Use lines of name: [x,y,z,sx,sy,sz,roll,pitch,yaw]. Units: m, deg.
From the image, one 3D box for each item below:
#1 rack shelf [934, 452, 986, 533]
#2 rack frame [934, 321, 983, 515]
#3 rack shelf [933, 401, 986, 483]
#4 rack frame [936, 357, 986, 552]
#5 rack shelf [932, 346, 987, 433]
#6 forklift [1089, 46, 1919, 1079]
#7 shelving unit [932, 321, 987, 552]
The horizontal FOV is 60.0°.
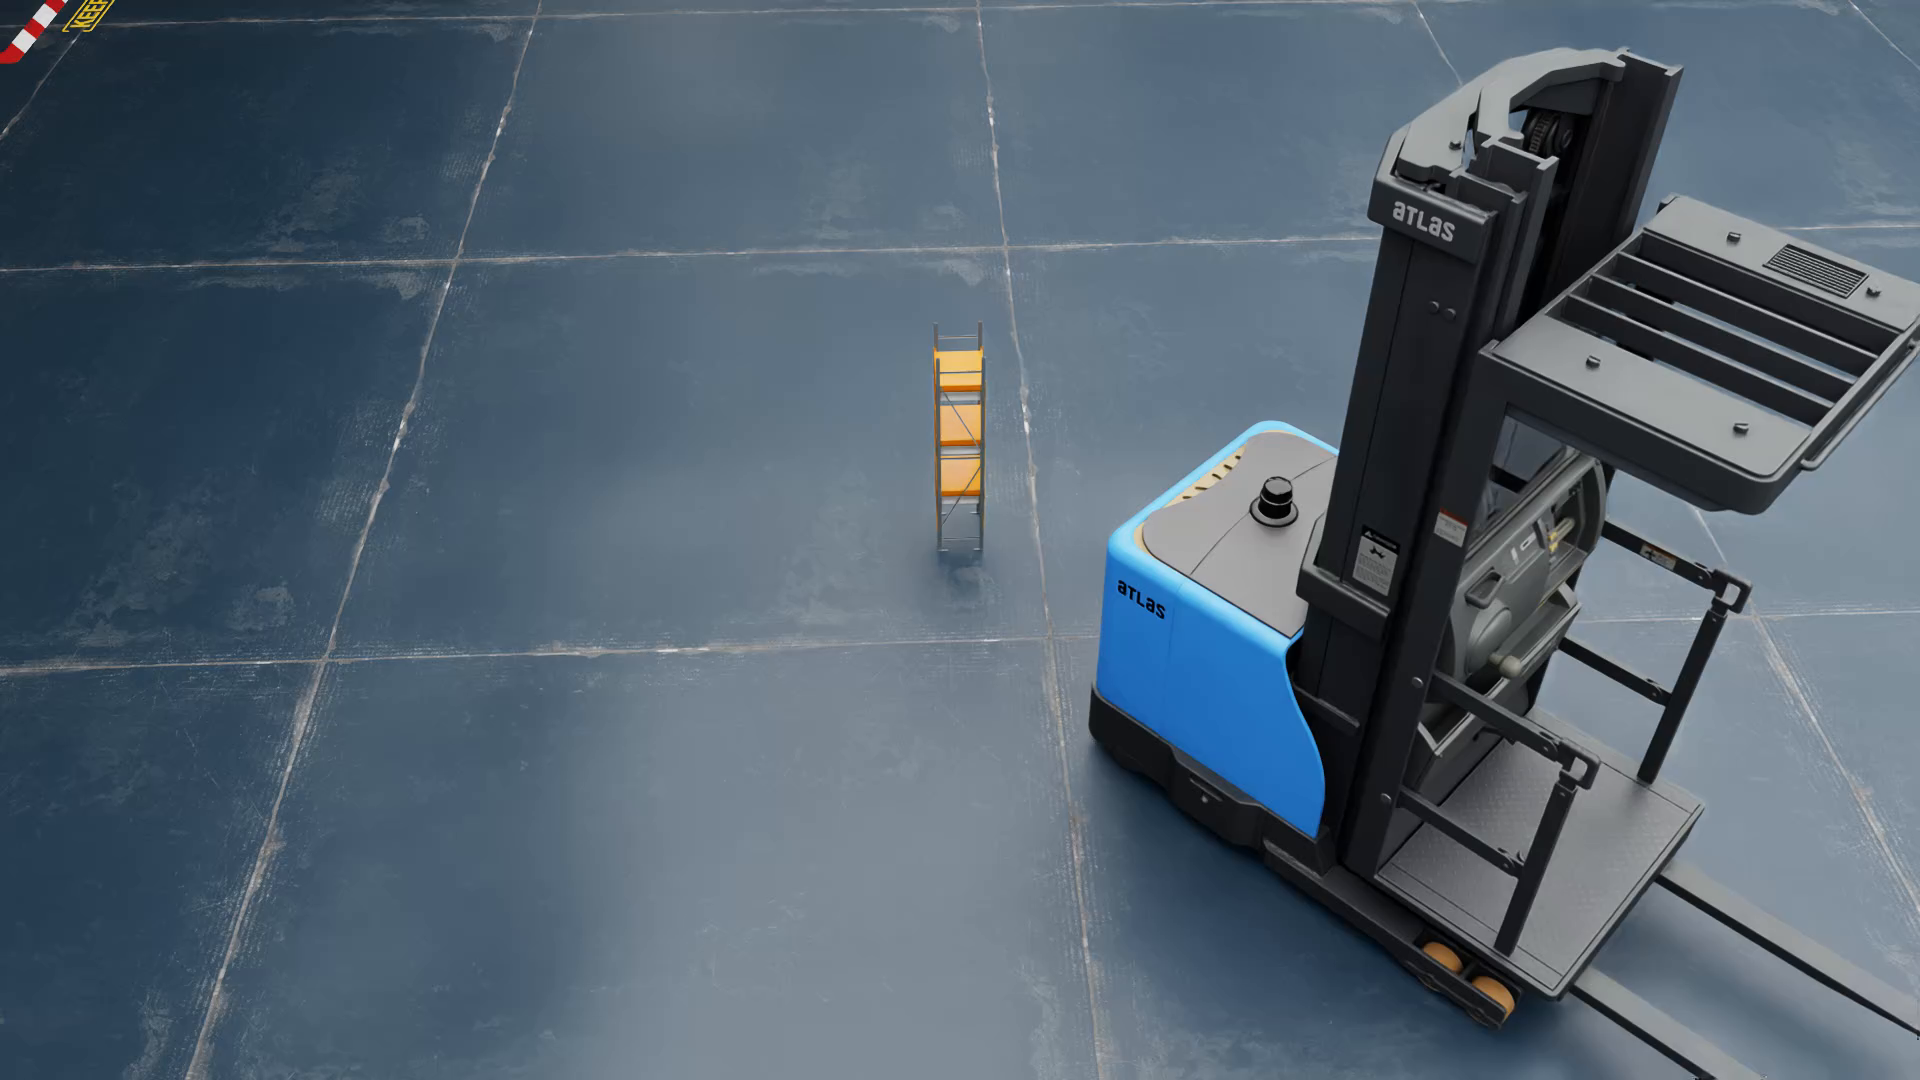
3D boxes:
rack shelf: [-0.002,-0.210,7.279,0.215,0.259,0.240,-2,43,-2]
rack frame: [-0.007,-0.506,7.174,0.200,1.050,0.008,-2,43,-2]
rack shelf: [-0.002,-0.415,7.092,0.215,0.259,0.240,-2,43,-2]
rack frame: [0.003,-0.341,6.994,0.200,1.050,0.008,-2,43,-2]
rack shelf: [-0.002,-0.625,6.900,0.215,0.259,0.240,-2,43,-2]
forklift: [1.917,0.153,5.064,3.031,2.935,1.130,33,52,31]
shelving unit: [-0.002,-0.423,7.084,0.215,1.050,0.252,-2,43,-2]
